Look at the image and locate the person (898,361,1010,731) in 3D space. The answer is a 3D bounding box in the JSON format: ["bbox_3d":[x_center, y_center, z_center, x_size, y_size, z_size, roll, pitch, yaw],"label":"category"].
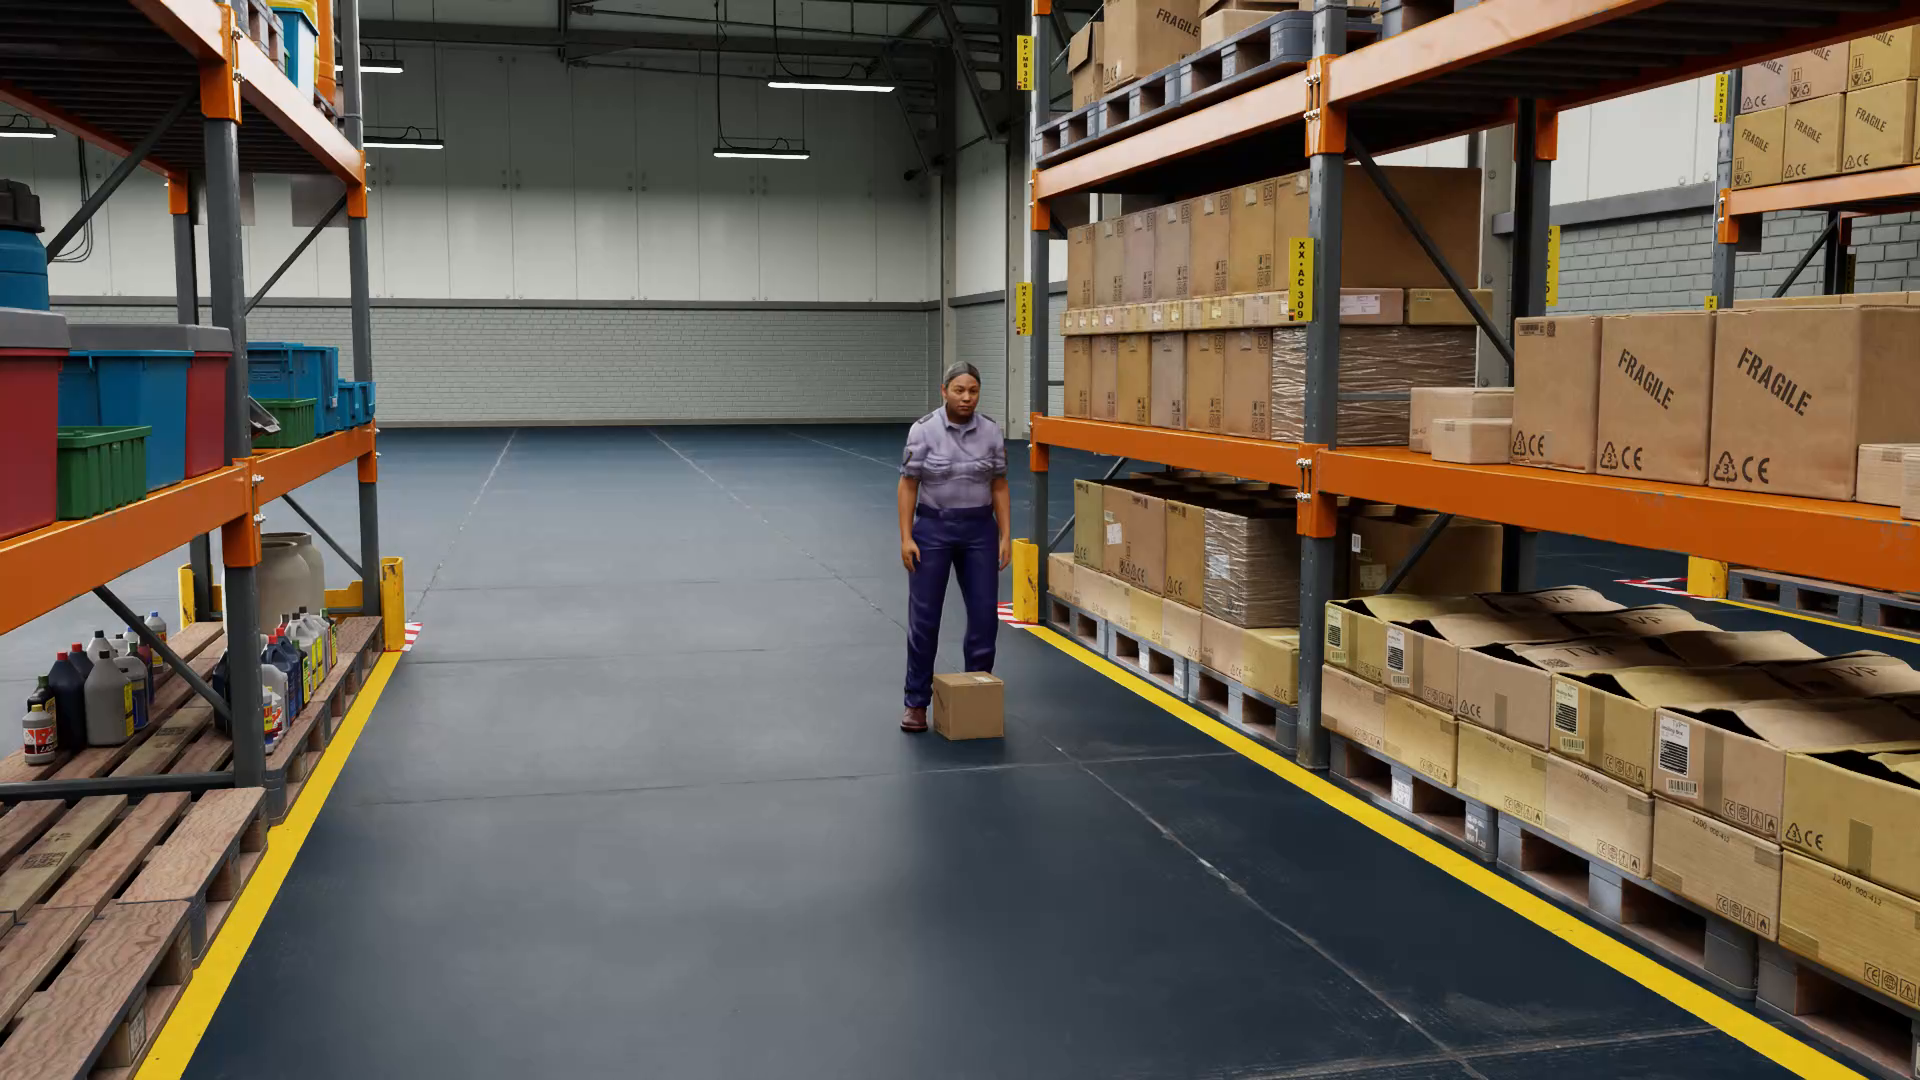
[{"bbox_3d":[-0.023,0.027,7.542,0.544,1.636,0.423,-2,7,-16],"label":"person"}]
